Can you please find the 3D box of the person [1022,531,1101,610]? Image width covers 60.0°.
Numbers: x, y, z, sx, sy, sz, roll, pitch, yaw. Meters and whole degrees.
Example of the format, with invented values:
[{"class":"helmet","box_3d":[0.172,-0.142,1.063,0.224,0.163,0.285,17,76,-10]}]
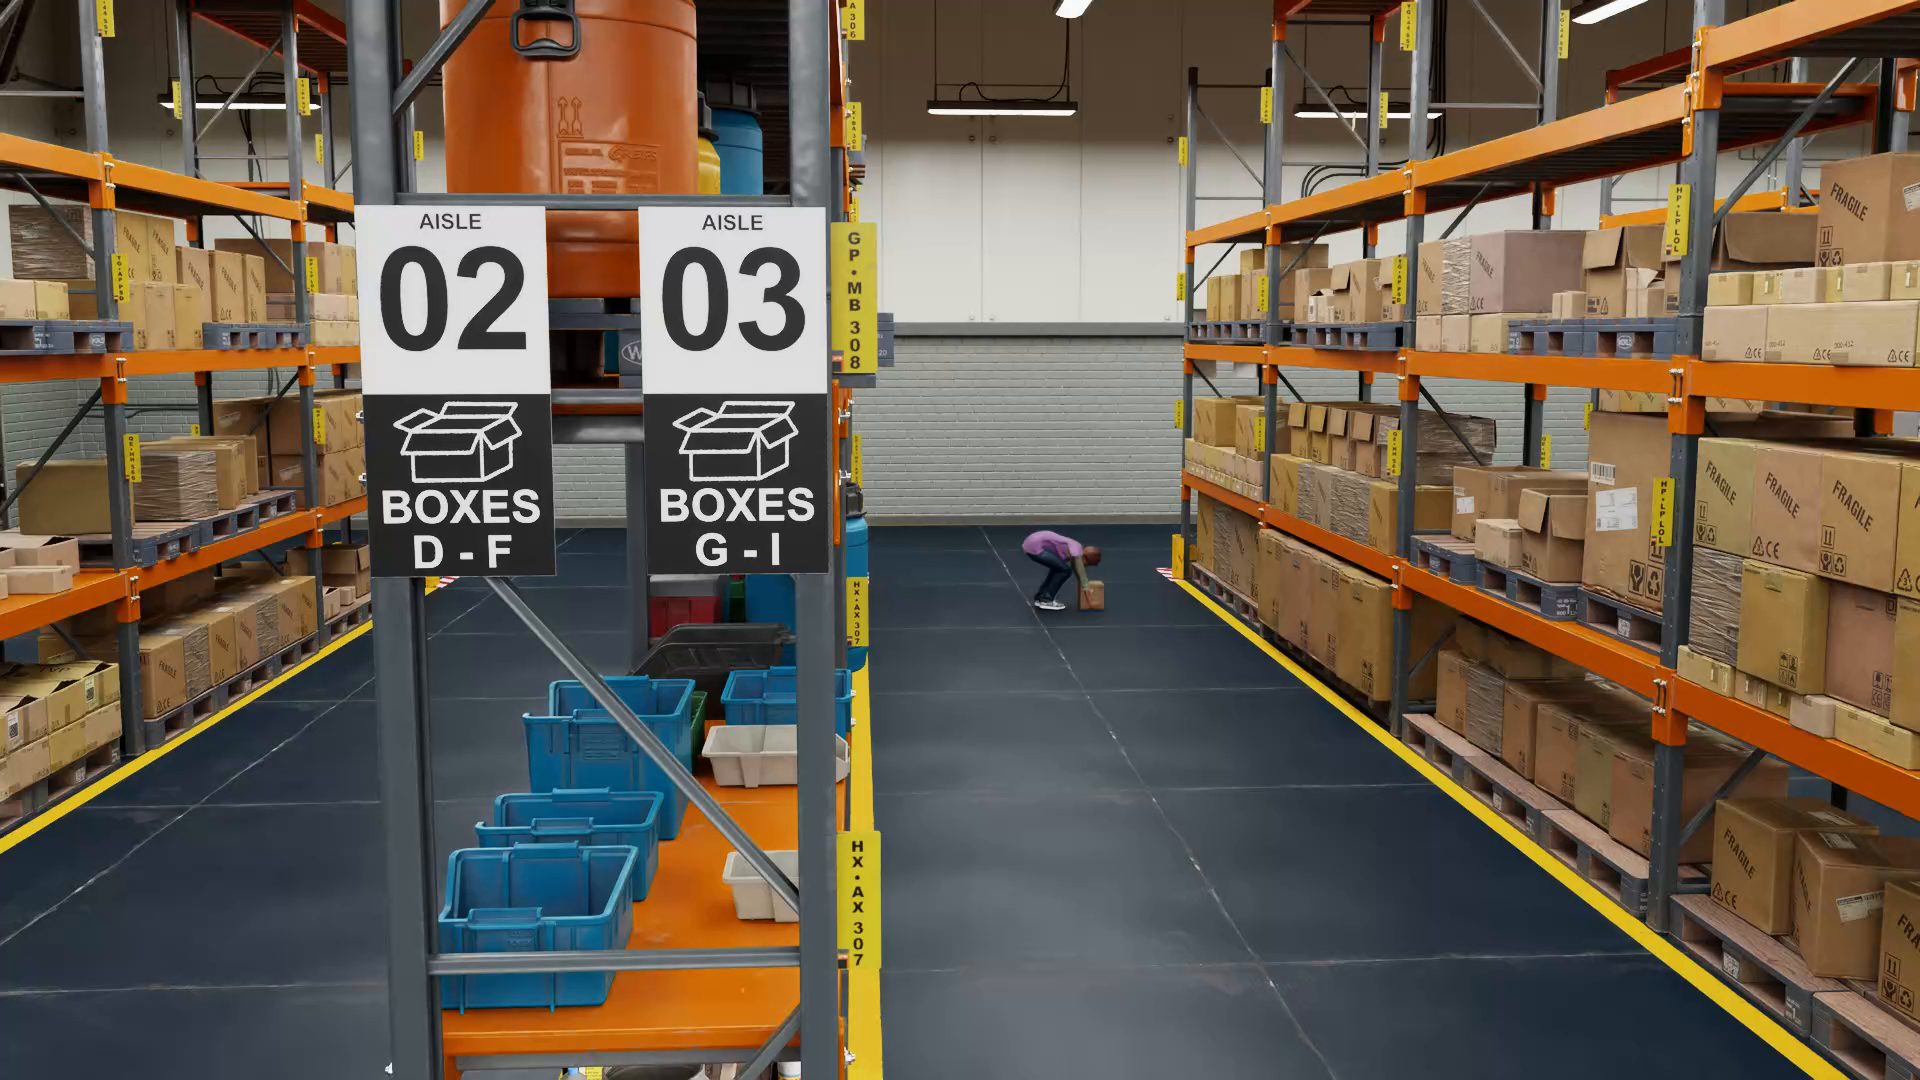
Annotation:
[{"class":"person","box_3d":[1.088,0.318,17.836,0.856,0.832,0.425,-1,7,-6]}]
